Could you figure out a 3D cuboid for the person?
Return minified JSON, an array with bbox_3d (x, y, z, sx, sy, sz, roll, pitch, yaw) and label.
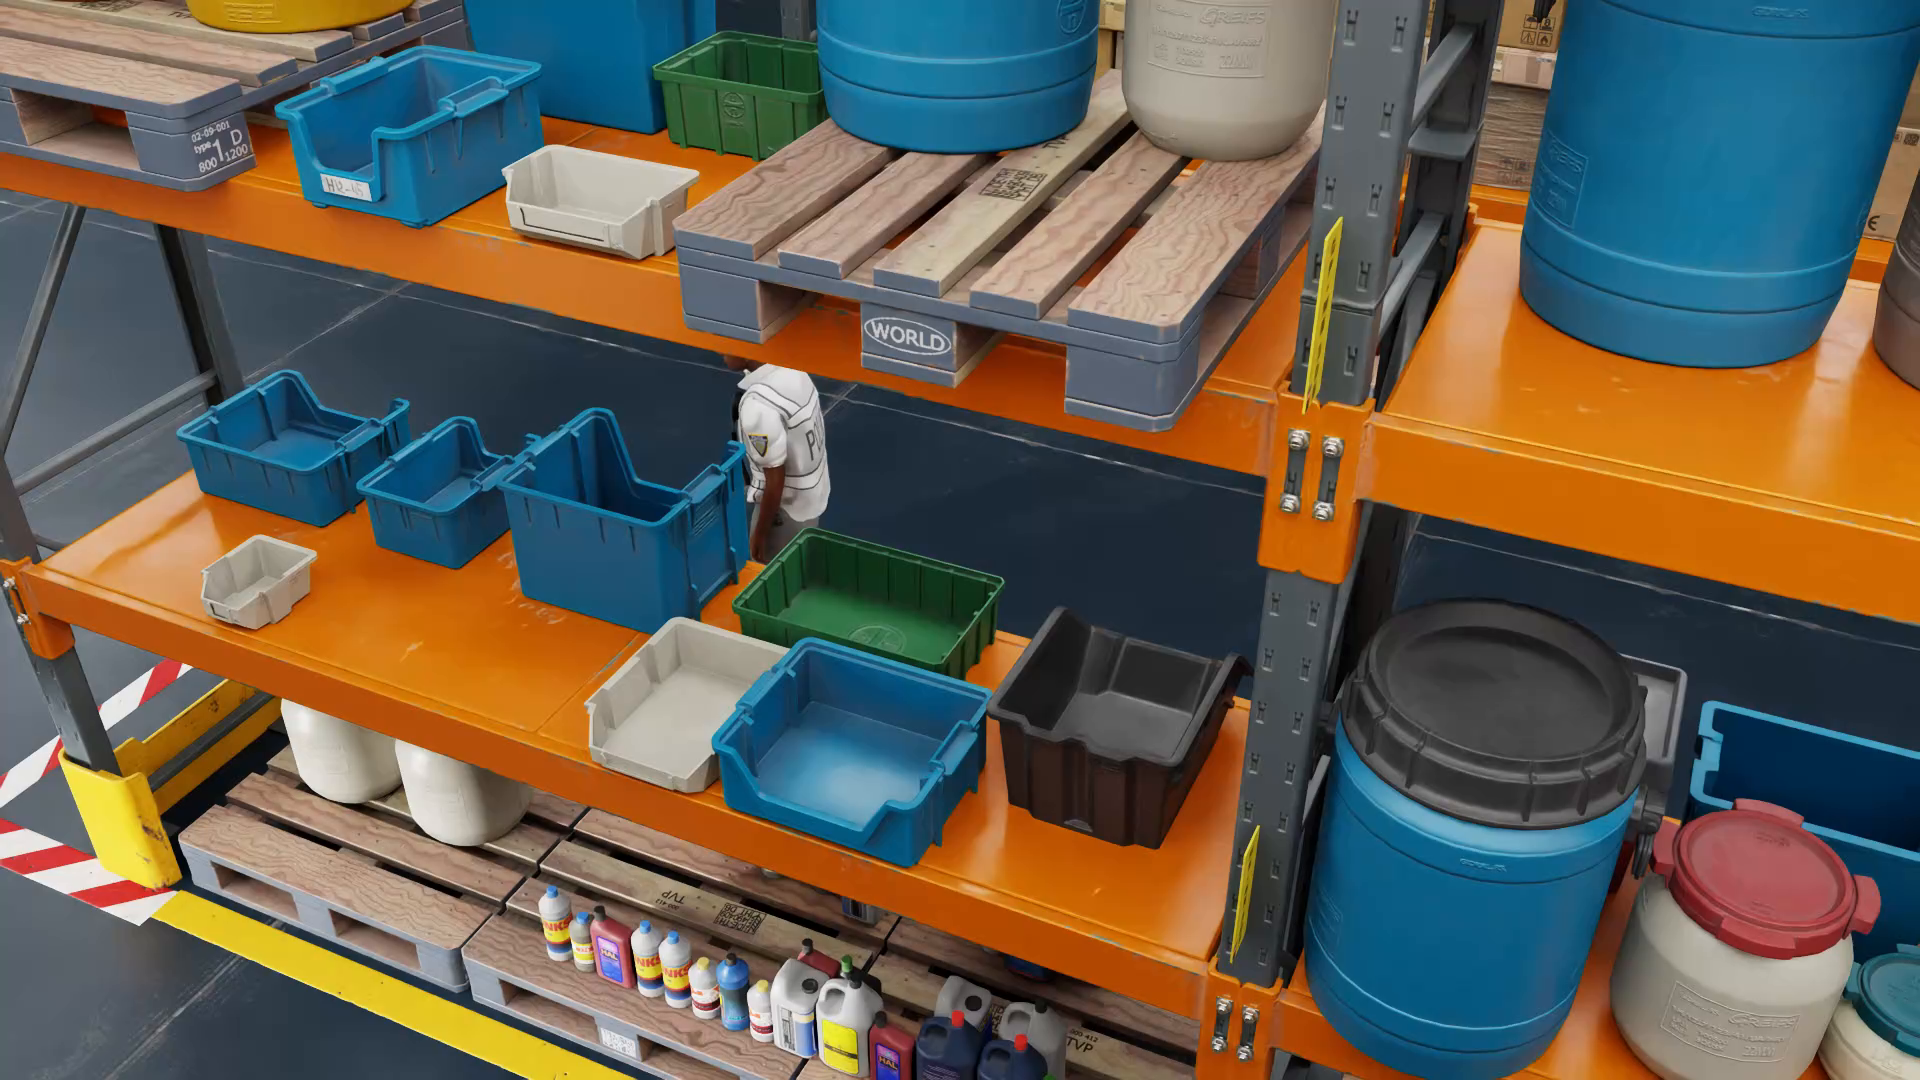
[{"bbox_3d":[-0.694,-0.142,6.354,0.395,1.659,0.510,4,34,5],"label":"person"}]
